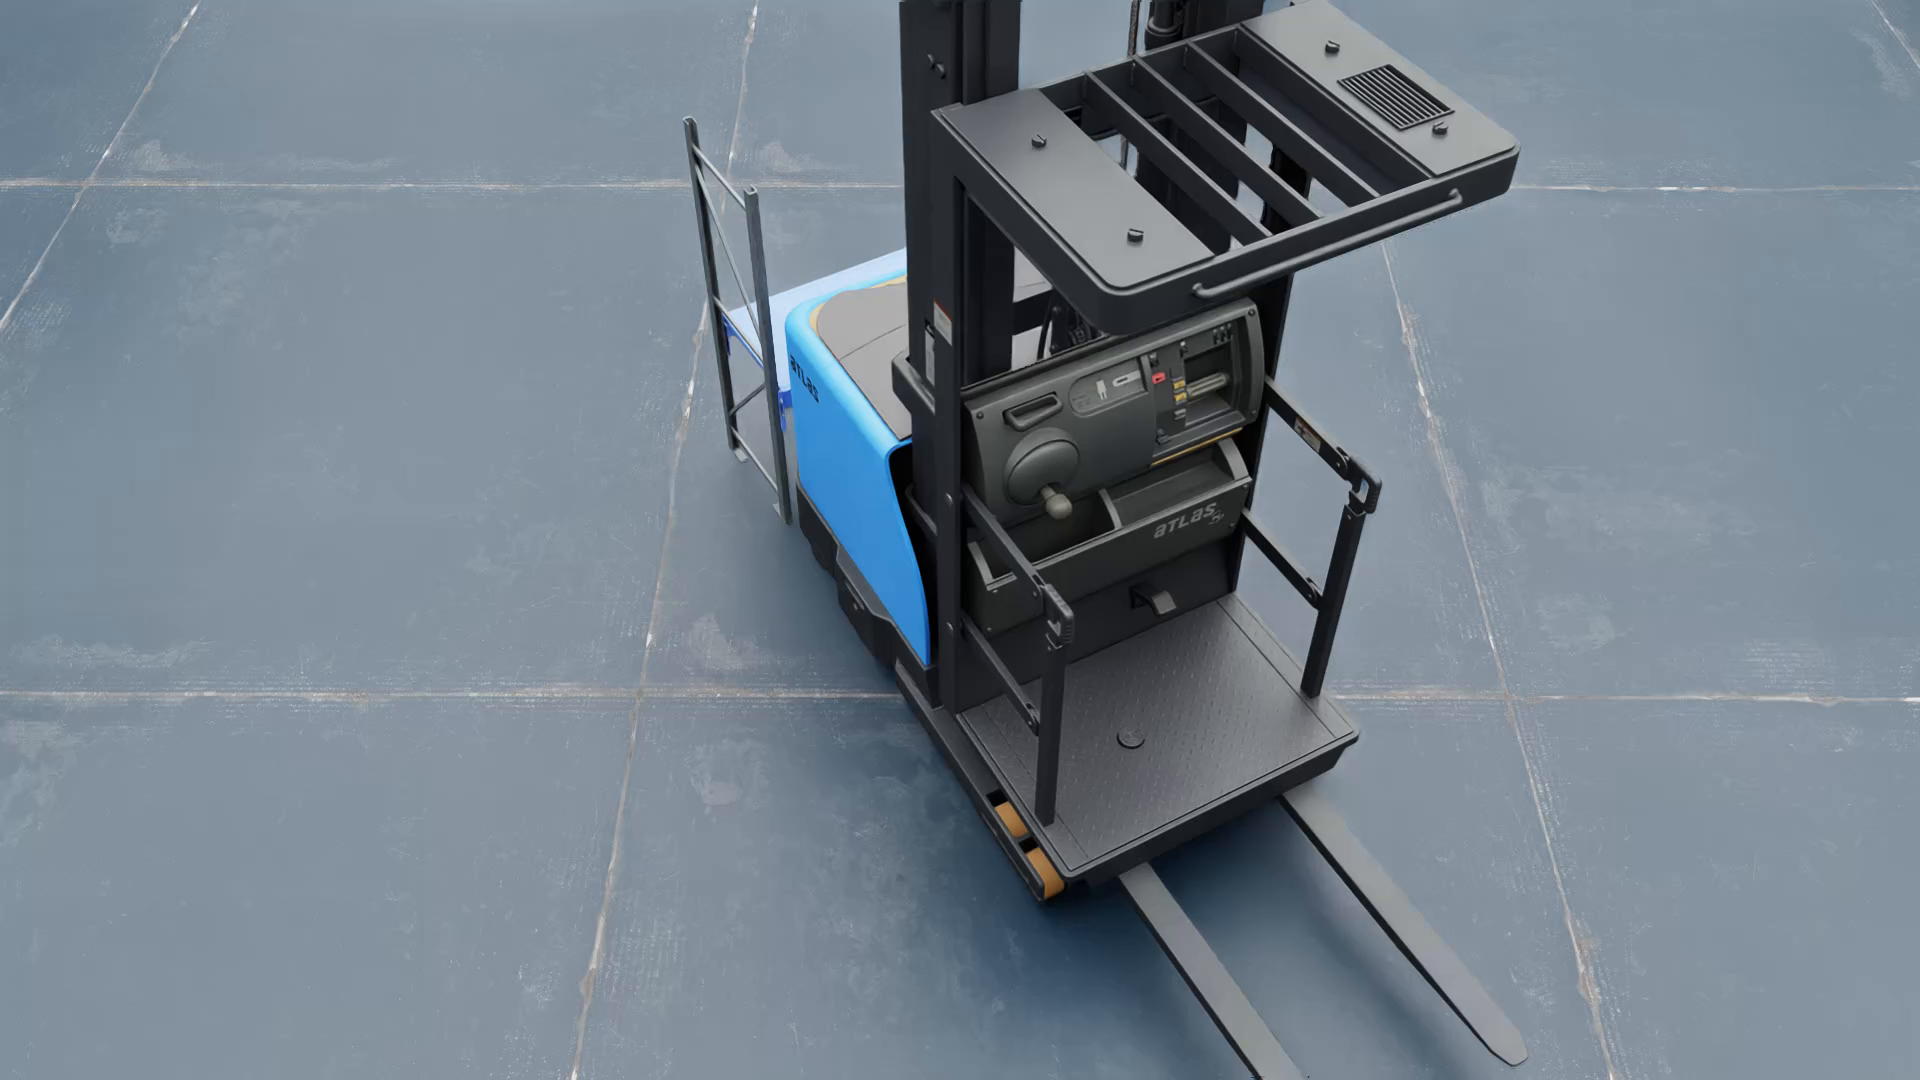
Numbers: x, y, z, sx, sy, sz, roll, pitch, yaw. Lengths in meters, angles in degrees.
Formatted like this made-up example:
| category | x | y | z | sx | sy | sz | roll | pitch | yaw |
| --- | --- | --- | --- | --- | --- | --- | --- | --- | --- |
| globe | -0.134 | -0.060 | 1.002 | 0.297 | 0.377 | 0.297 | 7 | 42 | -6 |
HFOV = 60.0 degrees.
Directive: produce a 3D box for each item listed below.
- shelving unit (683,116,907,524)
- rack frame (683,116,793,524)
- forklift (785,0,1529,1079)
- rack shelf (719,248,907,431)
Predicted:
| category | x | y | z | sx | sy | sz | roll | pitch | yaw |
| --- | --- | --- | --- | --- | --- | --- | --- | --- | --- |
| shelving unit | -0.340 | -0.924 | 6.086 | 1.048 | 1.500 | 0.538 | -24 | 51 | -20 |
| rack frame | -0.776 | -0.733 | 5.908 | 0.032 | 1.500 | 0.500 | -24 | 51 | -20 |
| forklift | 0.555 | -0.264 | 4.493 | 1.130 | 2.935 | 3.031 | -22 | 51 | -19 |
| rack shelf | -0.340 | -0.802 | 6.217 | 1.000 | 0.185 | 0.538 | -24 | 51 | -20 |
